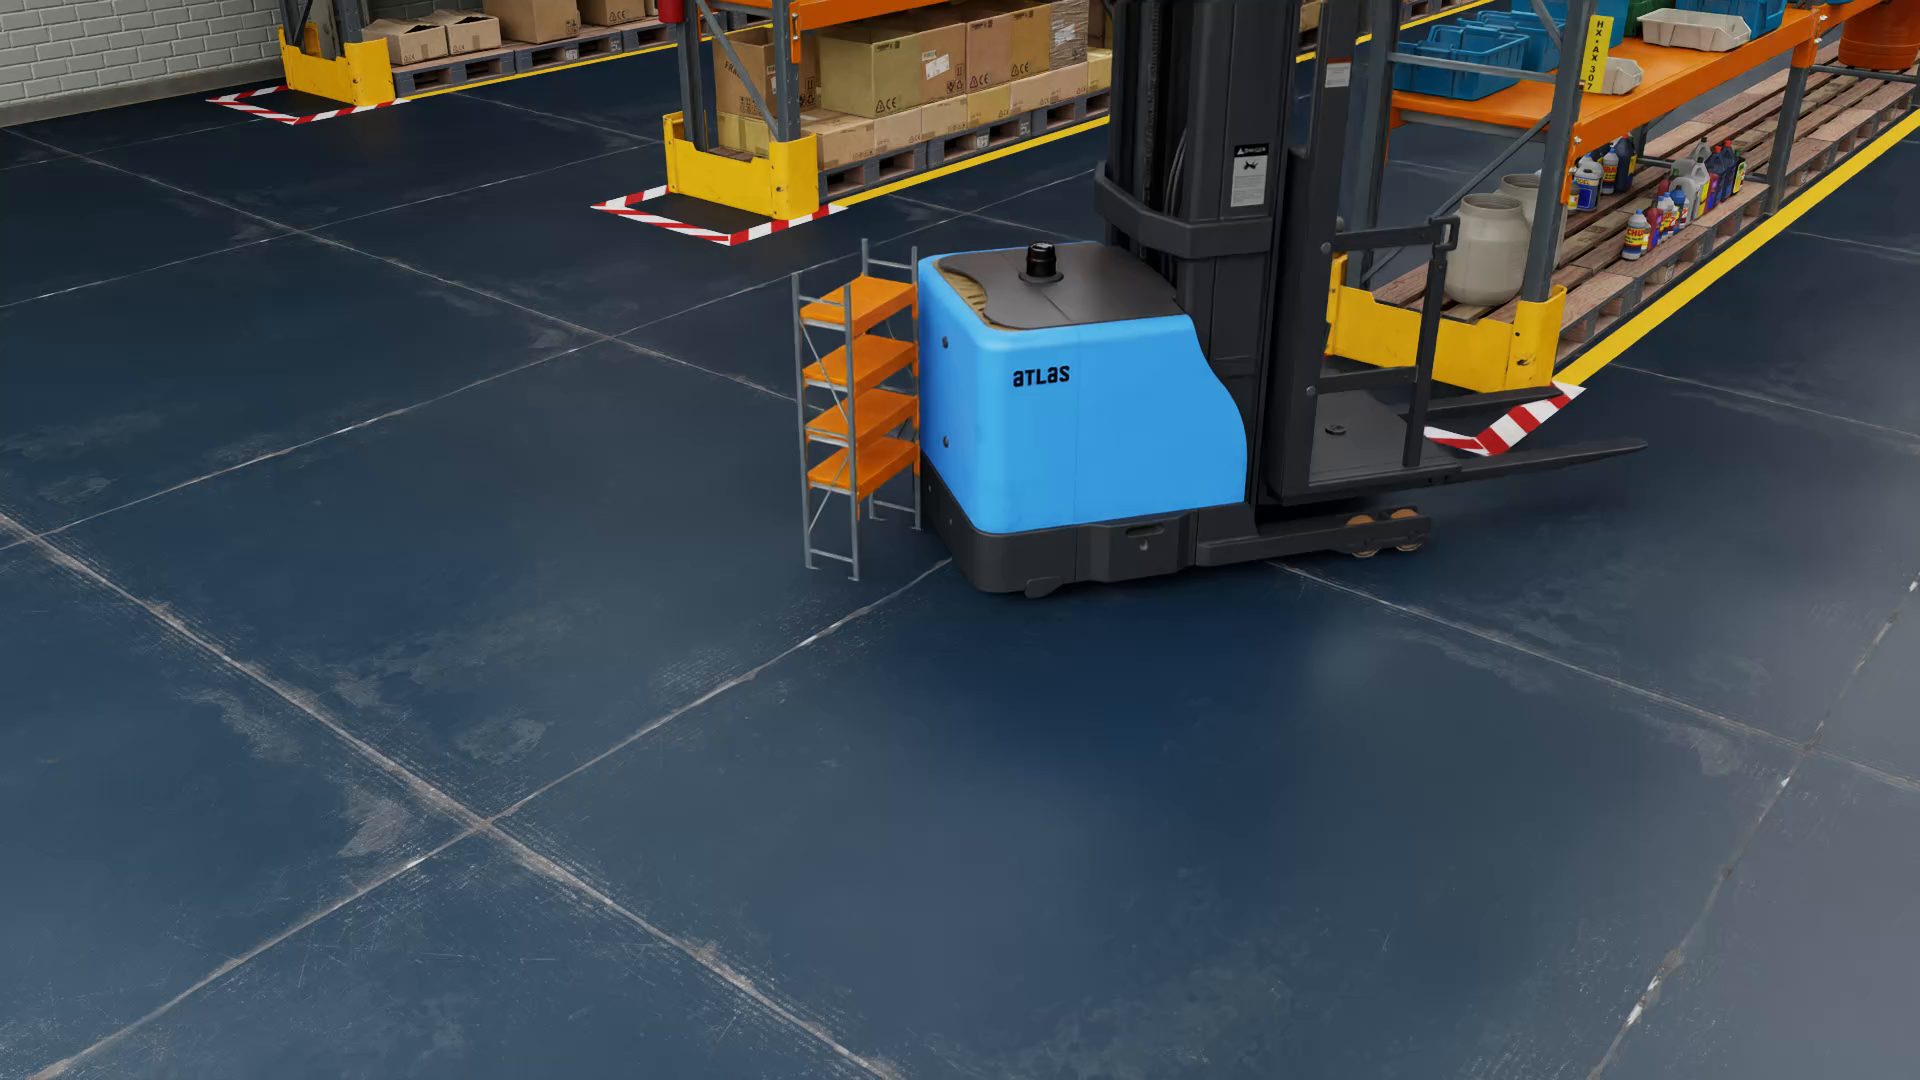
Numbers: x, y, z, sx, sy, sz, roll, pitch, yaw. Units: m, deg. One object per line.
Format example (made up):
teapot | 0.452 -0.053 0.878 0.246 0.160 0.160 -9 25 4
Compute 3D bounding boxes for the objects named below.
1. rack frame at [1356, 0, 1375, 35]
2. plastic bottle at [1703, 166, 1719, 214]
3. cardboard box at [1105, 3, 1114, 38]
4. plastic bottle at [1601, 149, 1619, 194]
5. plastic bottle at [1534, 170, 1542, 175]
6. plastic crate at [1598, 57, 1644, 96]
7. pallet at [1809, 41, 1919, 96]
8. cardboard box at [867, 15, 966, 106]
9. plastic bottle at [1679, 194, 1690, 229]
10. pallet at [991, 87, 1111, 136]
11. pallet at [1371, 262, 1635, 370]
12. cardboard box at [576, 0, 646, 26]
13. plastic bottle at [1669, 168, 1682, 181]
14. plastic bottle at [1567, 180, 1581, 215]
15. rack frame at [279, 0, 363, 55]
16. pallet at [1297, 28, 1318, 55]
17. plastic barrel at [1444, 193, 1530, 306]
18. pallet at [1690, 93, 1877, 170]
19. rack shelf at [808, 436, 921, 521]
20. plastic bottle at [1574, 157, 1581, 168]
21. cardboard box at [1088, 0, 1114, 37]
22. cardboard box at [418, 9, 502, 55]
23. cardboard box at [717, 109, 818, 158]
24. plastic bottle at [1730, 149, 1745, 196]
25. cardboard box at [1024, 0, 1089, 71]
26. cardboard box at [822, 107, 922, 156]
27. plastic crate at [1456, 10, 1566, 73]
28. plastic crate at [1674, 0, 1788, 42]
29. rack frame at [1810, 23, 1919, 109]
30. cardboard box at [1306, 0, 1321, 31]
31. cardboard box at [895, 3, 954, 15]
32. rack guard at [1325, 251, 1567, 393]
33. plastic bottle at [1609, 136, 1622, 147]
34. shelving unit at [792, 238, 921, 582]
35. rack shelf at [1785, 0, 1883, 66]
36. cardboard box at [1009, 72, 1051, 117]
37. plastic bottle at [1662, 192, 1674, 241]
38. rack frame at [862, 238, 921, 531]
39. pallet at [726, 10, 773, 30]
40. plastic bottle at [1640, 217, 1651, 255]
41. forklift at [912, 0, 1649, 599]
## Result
rack frame | 3.644 -6.461 15.974 1.000 3.000 0.127 21 34 34
plastic bottle | 4.538 -2.132 10.084 0.061 0.283 0.133 23 35 38
cardboard box | 1.554 -4.331 13.782 0.500 0.311 0.500 21 34 35
plastic bottle | 4.086 -2.326 10.471 0.097 0.271 0.097 0 27 0
plastic bottle | 3.474 -2.071 9.974 0.152 0.276 0.135 20 33 33
plastic crate | 3.192 -2.282 8.183 0.298 0.136 0.250 21 34 34
pallet | 7.933 -4.065 14.378 1.003 0.211 1.213 21 34 34
cardboard box | -0.308 -3.407 11.790 0.500 0.500 0.500 21 34 34
plastic bottle | 4.244 -1.945 9.811 0.097 0.201 0.097 0 27 0
pallet | 0.561 -3.534 13.352 1.003 0.211 1.213 21 34 34
pallet | 2.908 -1.264 8.964 1.003 0.211 1.213 21 34 34
cardboard box | -3.355 -5.195 15.768 0.500 0.500 0.500 18 32 31
plastic bottle | 4.309 -2.108 10.038 0.061 0.283 0.133 21 34 34
plastic bottle | 3.698 -2.078 10.069 0.097 0.201 0.097 0 27 0
rack frame | -5.270 -5.071 13.288 1.000 3.000 0.127 21 34 34
pallet | 3.090 -4.942 16.073 1.003 0.211 1.213 21 34 34
plastic barrel | 2.734 -1.513 8.660 0.421 0.512 0.421 0 27 0
pallet | 6.164 -3.079 12.473 1.003 0.211 1.213 21 34 34
rack shelf | -0.382 -0.262 6.528 0.258 0.148 0.480 14 30 25
plastic bottle | 3.828 -2.304 10.417 0.061 0.283 0.133 23 35 37
cardboard box | 1.136 -4.484 14.079 0.500 0.311 0.500 21 34 34
cardboard box | -4.398 -4.493 14.618 0.500 0.311 0.500 24 36 38
cardboard box | -1.332 -2.866 11.561 0.500 0.250 0.500 21 34 34
plastic bottle | 4.868 -2.316 10.439 0.061 0.283 0.133 23 35 37
cardboard box | 0.646 -3.939 12.819 0.500 0.500 0.500 21 34 34
cardboard box | -0.617 -2.893 11.613 0.500 0.250 0.500 21 34 34
plastic crate | 2.880 -2.603 8.679 0.499 0.251 0.408 21 34 34
plastic crate | 4.425 -3.056 9.554 0.499 0.251 0.616 21 34 34
rack frame | 7.463 -5.012 13.173 1.000 3.000 0.127 21 34 34
cardboard box | 3.172 -4.984 15.656 0.500 0.250 0.500 20 34 34
cardboard box | -0.390 -3.736 12.426 0.500 0.500 0.500 21 34 34
rack guard | 2.387 -1.106 8.344 1.175 0.500 0.348 21 34 34
plastic bottle | 4.194 -2.472 10.749 0.152 0.276 0.135 22 35 36
shelving unit | -0.382 -0.498 6.406 0.258 1.200 0.503 14 30 25
rack shelf | 6.191 -3.983 11.968 1.077 0.370 4.000 21 34 34
cardboard box | 0.341 -3.424 12.639 0.500 0.250 0.500 21 34 34
plastic bottle | 4.050 -1.868 9.586 0.097 0.271 0.097 0 27 0
rack frame | -0.268 -0.597 6.597 0.240 1.200 0.015 14 30 25
pallet | -2.231 -5.527 17.204 1.003 0.211 1.213 21 34 34
plastic bottle | 3.834 -1.716 9.370 0.097 0.201 0.097 0 27 0
forklift | 1.375 -1.455 6.373 3.031 2.935 1.130 -8 28 -15
